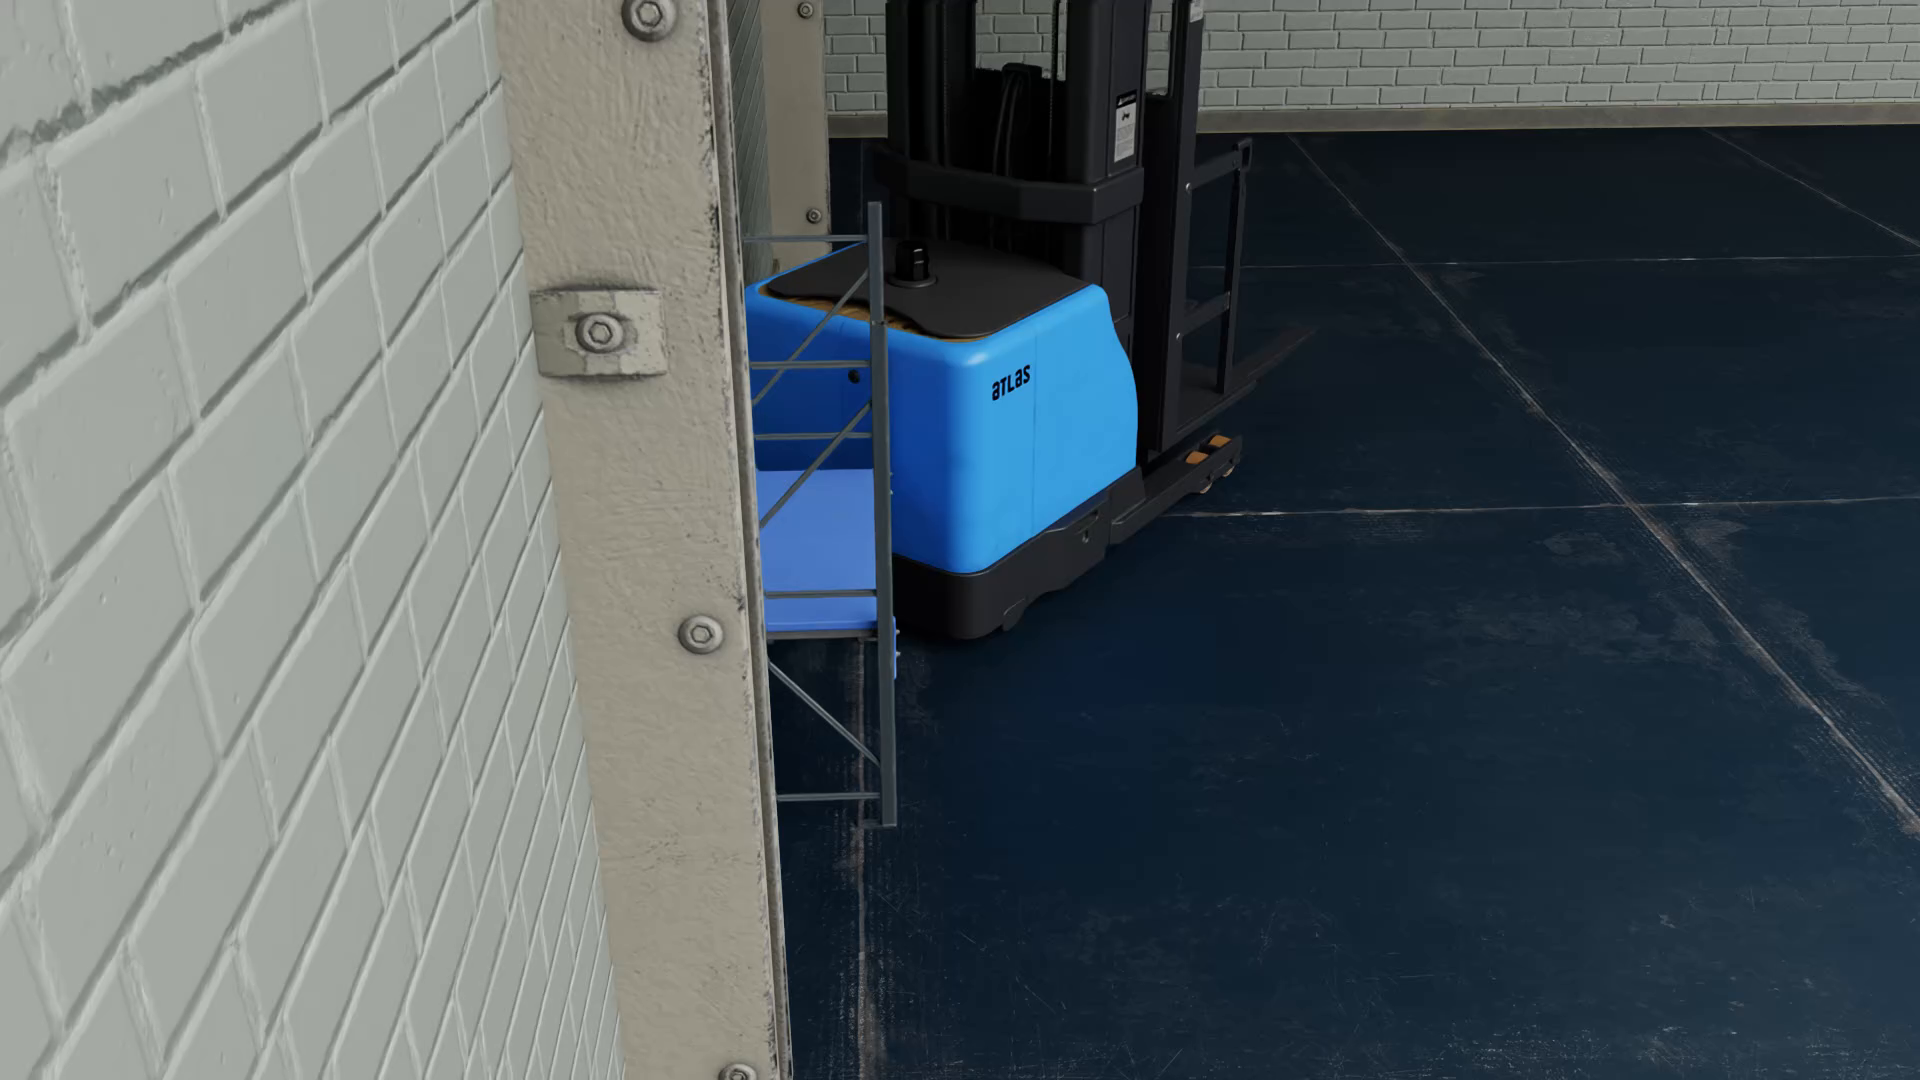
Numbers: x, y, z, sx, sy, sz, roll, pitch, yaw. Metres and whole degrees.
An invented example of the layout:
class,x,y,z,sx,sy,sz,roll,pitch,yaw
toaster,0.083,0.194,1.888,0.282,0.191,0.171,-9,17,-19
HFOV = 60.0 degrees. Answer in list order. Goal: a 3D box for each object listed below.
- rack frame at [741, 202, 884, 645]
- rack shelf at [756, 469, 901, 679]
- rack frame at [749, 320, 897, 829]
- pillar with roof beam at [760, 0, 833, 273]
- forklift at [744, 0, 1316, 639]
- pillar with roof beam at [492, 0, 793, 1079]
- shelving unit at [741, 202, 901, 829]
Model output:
class,x,y,z,sx,sy,sz,roll,pitch,yaw
rack frame,-0.483,-0.324,5.246,0.500,1.500,0.032,-1,28,-3
rack shelf,-0.455,0.070,4.880,0.538,0.185,1.000,-1,28,-3
rack frame,-0.427,0.146,4.347,0.500,1.500,0.032,-1,28,-3
pillar with roof beam,3.452,-5.535,7.131,9.100,9.000,0.400,-1,28,-3
forklift,0.488,-1.600,6.147,1.130,2.935,3.031,18,33,31
pillar with roof beam,3.765,-2.764,1.818,9.100,9.000,0.400,-1,28,-3
shelving unit,-0.455,-0.089,4.796,0.538,1.500,1.048,-1,28,-3
